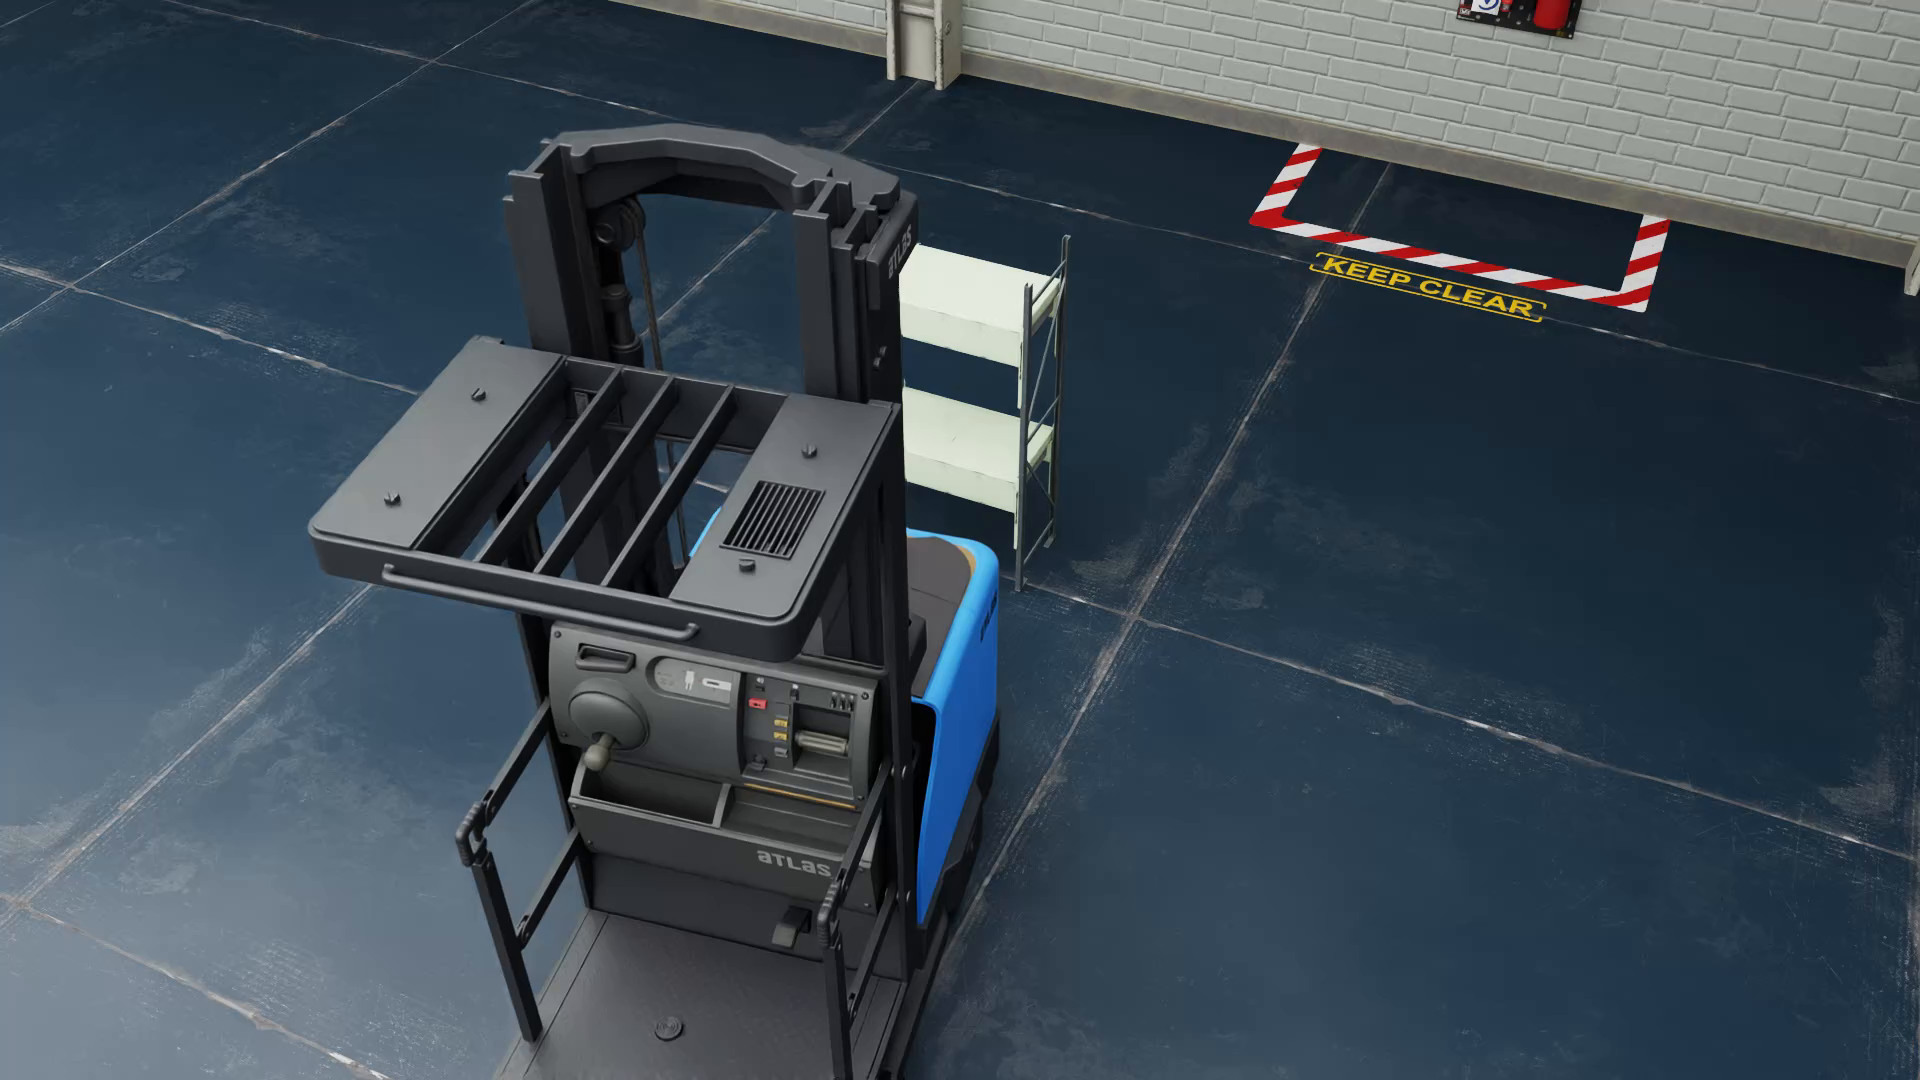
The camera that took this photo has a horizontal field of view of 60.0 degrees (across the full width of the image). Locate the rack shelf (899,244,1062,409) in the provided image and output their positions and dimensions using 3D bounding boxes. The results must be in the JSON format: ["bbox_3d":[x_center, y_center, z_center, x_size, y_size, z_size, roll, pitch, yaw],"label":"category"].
[{"bbox_3d":[-0.006,-0.863,6.505,0.720,0.370,0.431,17,44,19],"label":"rack shelf"}]

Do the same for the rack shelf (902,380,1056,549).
[{"bbox_3d":[-0.006,-0.322,6.974,0.720,0.370,0.431,17,44,19],"label":"rack shelf"}]

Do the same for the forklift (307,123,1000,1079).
[{"bbox_3d":[-0.735,0.564,4.362,1.130,2.935,3.031,10,42,11],"label":"forklift"}]

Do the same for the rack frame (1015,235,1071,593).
[{"bbox_3d":[0.326,-0.467,6.644,0.023,1.500,0.400,17,44,19],"label":"rack frame"}]

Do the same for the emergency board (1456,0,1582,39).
[{"bbox_3d":[2.989,-3.174,8.622,0.643,1.169,0.194,17,44,19],"label":"emergency board"}]

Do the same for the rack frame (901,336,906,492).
[{"bbox_3d":[-0.338,-0.670,6.878,0.023,1.500,0.400,17,44,19],"label":"rack frame"}]

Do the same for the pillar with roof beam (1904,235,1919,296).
[{"bbox_3d":[3.392,-2.179,2.893,0.400,9.000,9.100,17,44,19],"label":"pillar with roof beam"}]

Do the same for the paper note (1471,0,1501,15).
[{"bbox_3d":[2.858,-2.931,9.014,0.142,0.148,0.016,17,44,19],"label":"paper note"}]

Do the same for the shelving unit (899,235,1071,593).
[{"bbox_3d":[-0.006,-0.569,6.761,0.755,1.500,0.431,17,44,19],"label":"shelving unit"}]

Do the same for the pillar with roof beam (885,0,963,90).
[{"bbox_3d":[-2.045,-3.840,4.810,0.400,9.000,9.100,17,44,19],"label":"pillar with roof beam"}]
